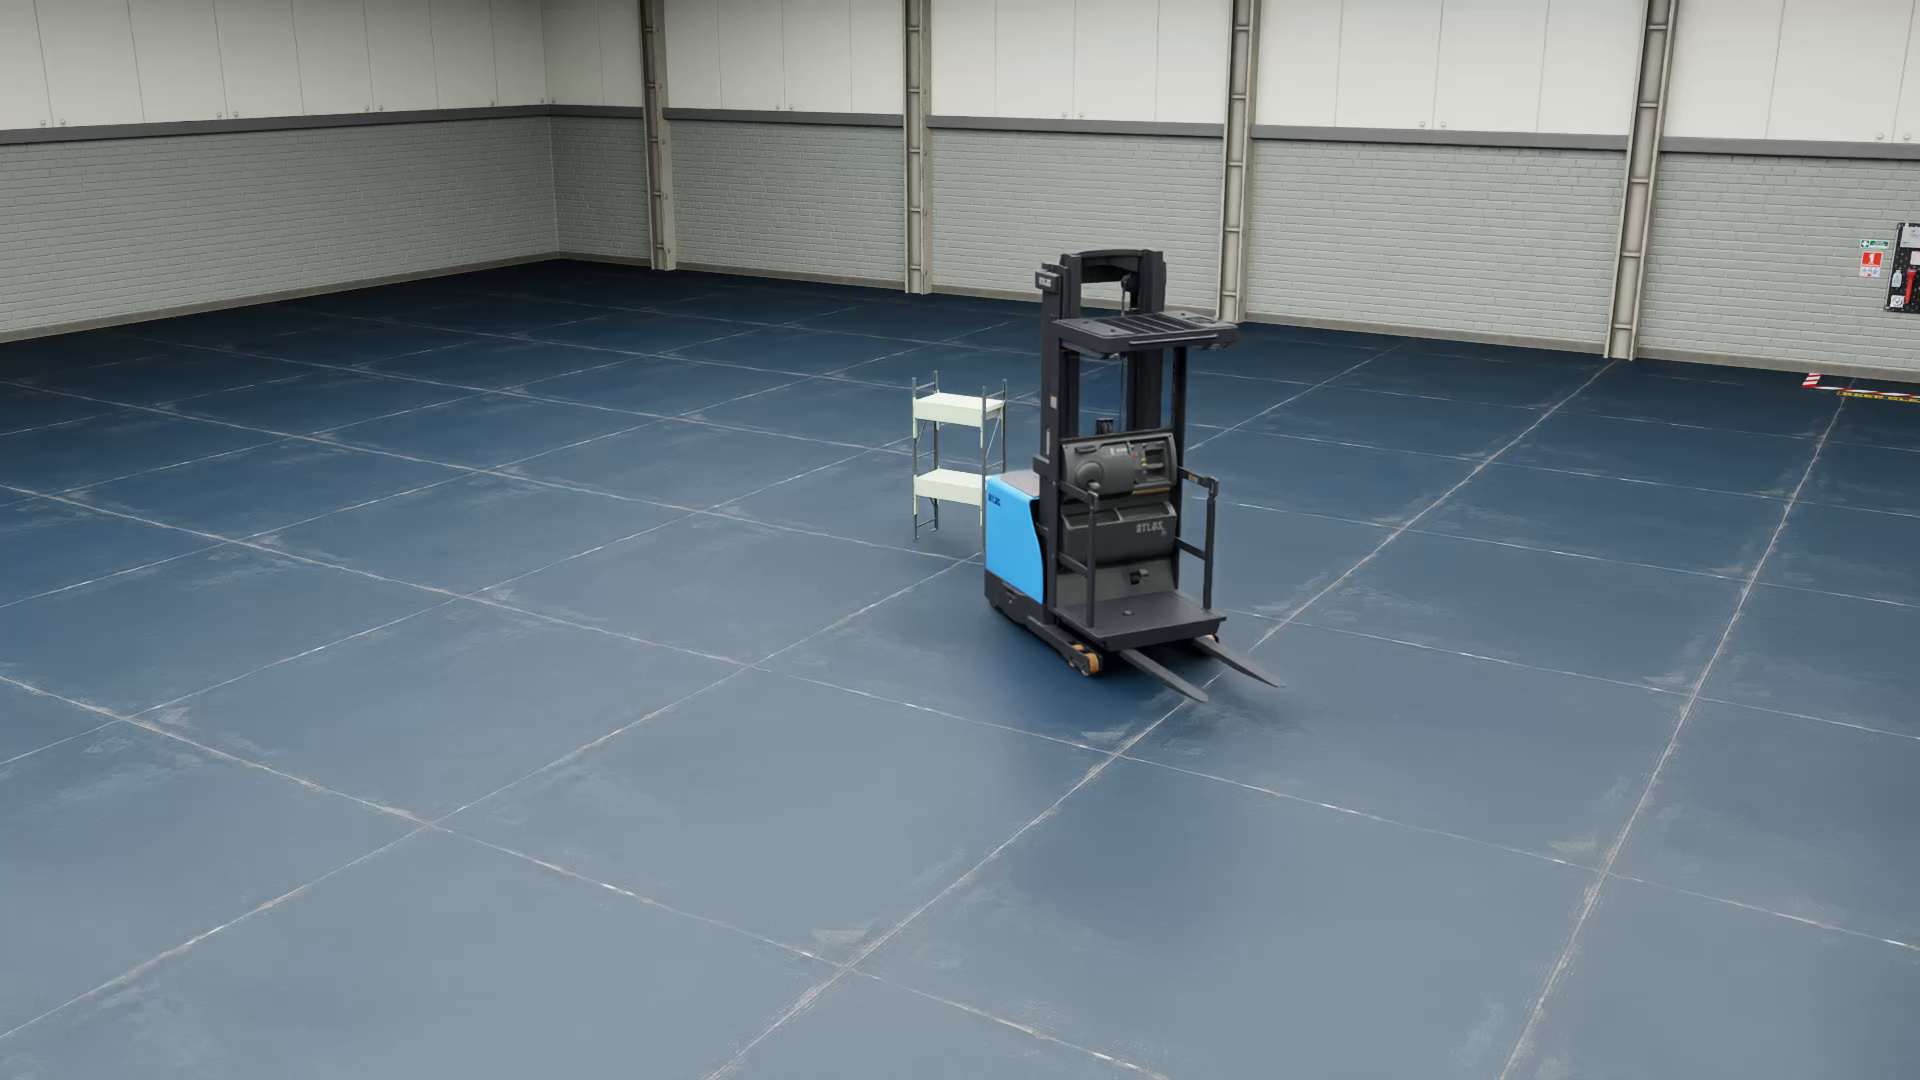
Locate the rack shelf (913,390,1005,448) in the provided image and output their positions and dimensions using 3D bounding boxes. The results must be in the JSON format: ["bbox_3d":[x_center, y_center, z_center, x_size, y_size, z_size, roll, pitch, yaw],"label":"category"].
[{"bbox_3d":[-0.006,-1.092,14.922,0.720,0.370,0.431,10,20,30],"label":"rack shelf"}]

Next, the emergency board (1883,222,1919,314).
[{"bbox_3d":[12.513,-3.534,21.722,0.643,1.169,0.194,10,20,30],"label":"emergency board"}]

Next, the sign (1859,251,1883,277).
[{"bbox_3d":[12.095,-3.660,22.078,0.234,0.329,0.001,10,20,30],"label":"sign"}]

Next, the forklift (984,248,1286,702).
[{"bbox_3d":[1.271,-0.563,12.061,1.130,2.935,3.031,-8,18,-24],"label":"forklift"}]

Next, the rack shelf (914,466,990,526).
[{"bbox_3d":[-0.006,-0.407,15.130,0.720,0.370,0.431,10,20,30],"label":"rack shelf"}]

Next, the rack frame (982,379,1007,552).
[{"bbox_3d":[0.306,-0.663,14.852,0.023,1.500,0.400,10,20,30],"label":"rack frame"}]

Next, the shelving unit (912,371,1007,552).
[{"bbox_3d":[-0.006,-0.719,15.035,0.755,1.500,0.431,10,20,30],"label":"shelving unit"}]

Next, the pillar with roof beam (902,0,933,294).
[{"bbox_3d":[-2.993,-7.690,25.085,0.400,9.000,9.100,10,20,30],"label":"pillar with roof beam"}]

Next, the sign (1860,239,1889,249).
[{"bbox_3d":[12.095,-3.911,21.991,0.331,0.109,0.001,10,20,30],"label":"sign"}]

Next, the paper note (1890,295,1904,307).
[{"bbox_3d":[12.398,-3.156,21.995,0.142,0.148,0.016,10,20,30],"label":"paper note"}]

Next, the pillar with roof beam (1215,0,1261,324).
[{"bbox_3d":[2.120,-6.778,22.080,0.400,9.000,9.100,10,20,30],"label":"pillar with roof beam"}]

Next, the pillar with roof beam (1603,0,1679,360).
[{"bbox_3d":[7.233,-5.865,19.076,0.400,9.000,9.100,10,20,30],"label":"pillar with roof beam"}]

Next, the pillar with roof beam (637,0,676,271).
[{"bbox_3d":[-8.106,-8.603,28.089,0.400,9.000,9.100,10,20,30],"label":"pillar with roof beam"}]

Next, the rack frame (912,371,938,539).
[{"bbox_3d":[-0.318,-0.774,15.219,0.023,1.500,0.400,10,20,30],"label":"rack frame"}]
